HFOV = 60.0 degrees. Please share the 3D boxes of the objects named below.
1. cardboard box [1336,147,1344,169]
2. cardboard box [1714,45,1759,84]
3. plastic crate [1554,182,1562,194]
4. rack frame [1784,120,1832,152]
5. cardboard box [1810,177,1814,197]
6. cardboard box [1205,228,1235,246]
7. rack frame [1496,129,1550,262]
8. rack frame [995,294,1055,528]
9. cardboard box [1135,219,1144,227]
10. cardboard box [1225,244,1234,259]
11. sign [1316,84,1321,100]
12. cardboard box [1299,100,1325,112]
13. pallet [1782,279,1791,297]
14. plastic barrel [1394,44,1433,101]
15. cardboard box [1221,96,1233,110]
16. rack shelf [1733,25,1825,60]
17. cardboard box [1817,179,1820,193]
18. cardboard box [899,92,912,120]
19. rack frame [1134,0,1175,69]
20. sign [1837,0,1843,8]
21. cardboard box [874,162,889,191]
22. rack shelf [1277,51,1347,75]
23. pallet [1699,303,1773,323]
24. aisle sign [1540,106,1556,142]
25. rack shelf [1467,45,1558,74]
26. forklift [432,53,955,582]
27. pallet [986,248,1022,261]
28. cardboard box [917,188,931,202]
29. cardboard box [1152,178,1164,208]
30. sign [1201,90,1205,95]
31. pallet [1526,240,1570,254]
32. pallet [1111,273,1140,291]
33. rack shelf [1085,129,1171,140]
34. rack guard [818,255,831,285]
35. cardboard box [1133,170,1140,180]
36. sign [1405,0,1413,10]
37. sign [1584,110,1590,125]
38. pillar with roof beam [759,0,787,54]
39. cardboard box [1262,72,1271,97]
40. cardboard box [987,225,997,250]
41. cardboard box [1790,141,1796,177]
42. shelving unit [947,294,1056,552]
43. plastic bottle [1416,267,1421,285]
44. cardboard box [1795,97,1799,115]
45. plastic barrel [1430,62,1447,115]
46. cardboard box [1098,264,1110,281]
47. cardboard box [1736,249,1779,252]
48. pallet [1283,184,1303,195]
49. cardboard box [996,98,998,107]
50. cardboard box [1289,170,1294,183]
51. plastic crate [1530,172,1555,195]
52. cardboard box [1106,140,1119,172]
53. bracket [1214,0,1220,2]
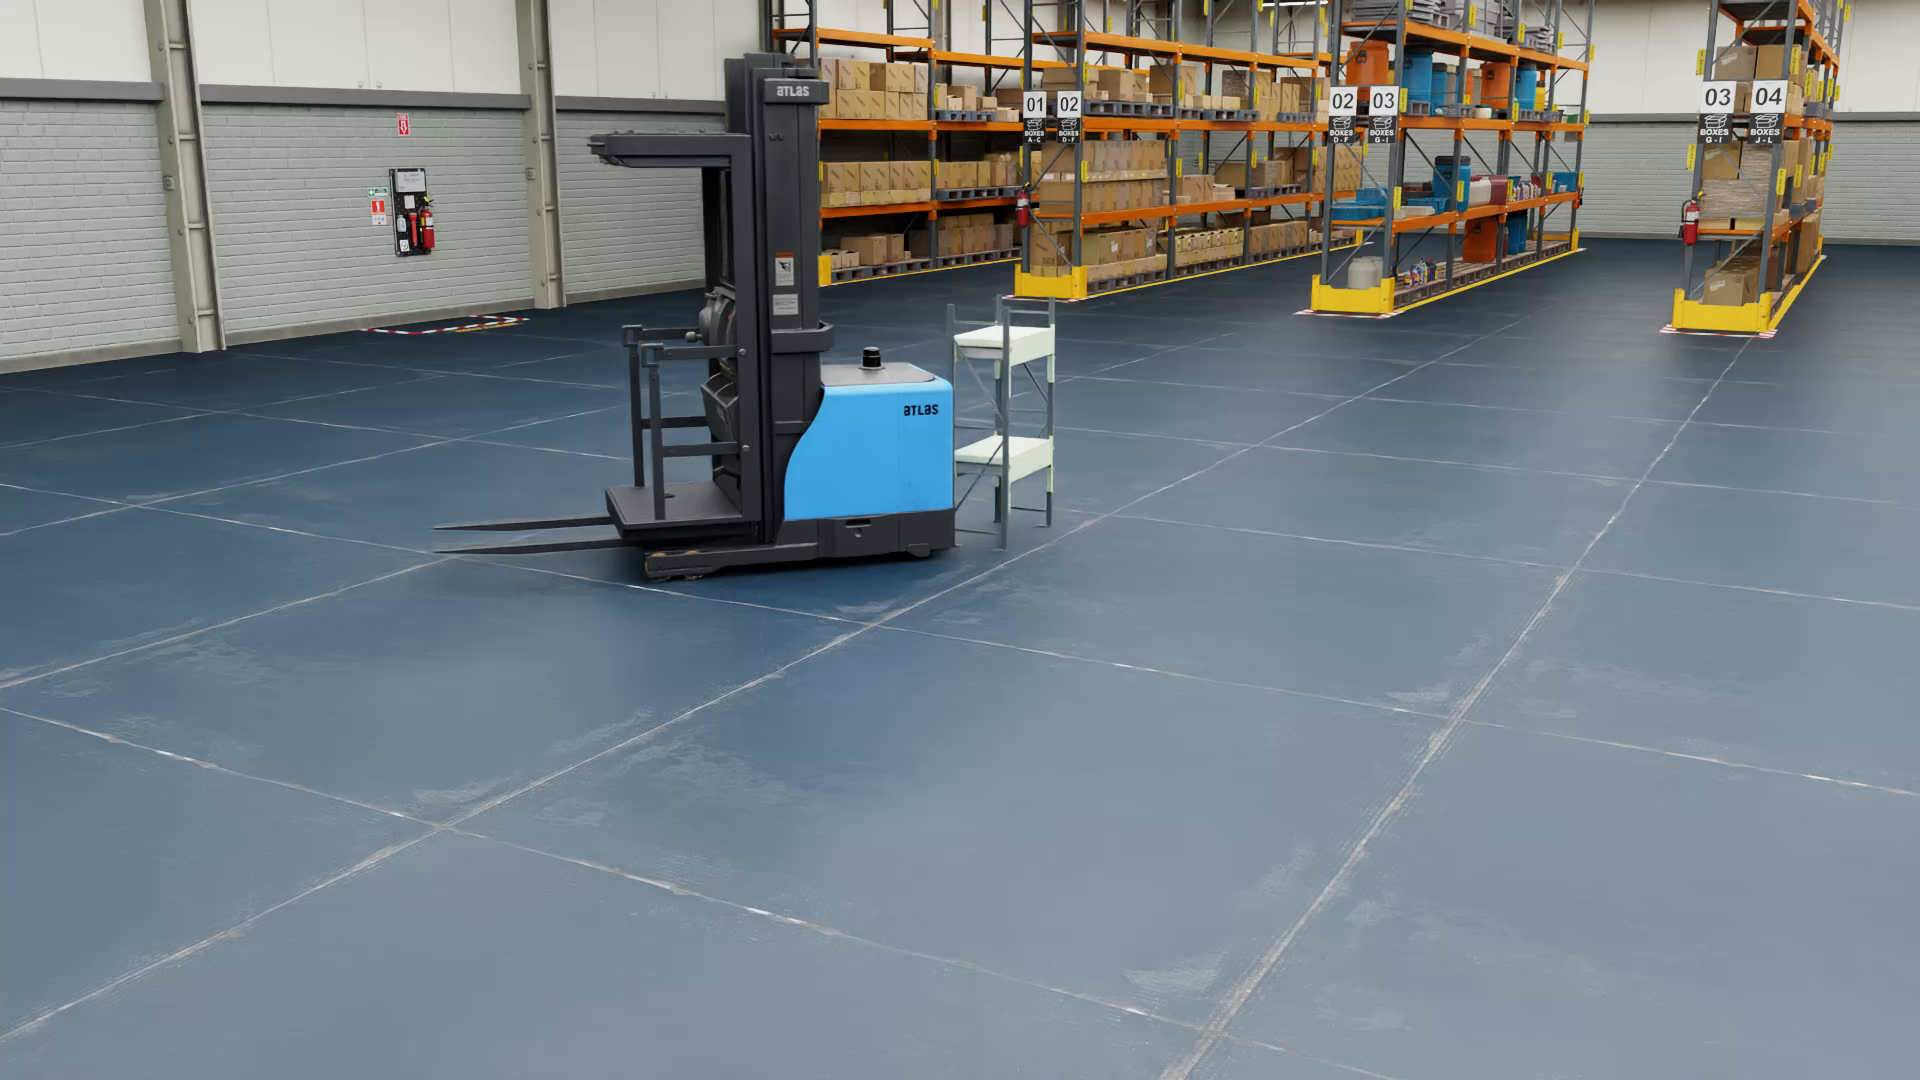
[{"bbox_3d":[8.492,-8.777,38.192,0.500,0.500,0.500,8,16,30],"label":"cardboard box"},{"bbox_3d":[10.668,-6.516,22.846,0.500,0.500,0.500,7,15,28],"label":"cardboard box"},{"bbox_3d":[12.771,-7.616,35.953,0.416,0.233,0.300,7,15,28],"label":"plastic crate"},{"bbox_3d":[17.875,-7.557,35.481,1.000,3.000,0.127,7,15,28],"label":"rack frame"},{"bbox_3d":[15.216,-6.347,30.249,0.500,0.500,0.500,7,15,28],"label":"cardboard box"},{"bbox_3d":[5.054,-5.937,32.532,0.500,0.311,0.500,7,15,27],"label":"cardboard box"},{"bbox_3d":[11.606,-7.298,34.404,1.000,3.000,0.127,7,15,28],"label":"rack frame"},{"bbox_3d":[0.418,-0.832,10.786,0.400,1.500,0.023,6,15,24],"label":"rack frame"},{"bbox_3d":[4.132,-7.869,41.211,0.700,0.500,0.500,7,15,26],"label":"cardboard box"},{"bbox_3d":[5.051,-5.665,32.602,0.500,0.250,0.500,7,15,27],"label":"cardboard box"},{"bbox_3d":[7.759,-9.699,36.019,0.100,0.325,0.005,7,15,28],"label":"sign"},{"bbox_3d":[7.724,-9.560,36.640,0.500,0.250,0.500,7,15,28],"label":"cardboard box"},{"bbox_3d":[13.038,-4.151,27.301,1.003,0.211,1.213,7,15,28],"label":"pallet"},{"bbox_3d":[7.163,-7.371,26.340,0.600,0.901,0.708,7,15,28],"label":"plastic barrel"},{"bbox_3d":[4.930,-8.420,32.081,0.500,0.250,0.500,8,16,30],"label":"cardboard box"},{"bbox_3d":[13.041,-7.878,26.399,1.077,0.370,4.000,7,15,28],"label":"rack shelf"},{"bbox_3d":[16.643,-6.977,32.757,0.500,0.250,0.500,7,15,28],"label":"cardboard box"},{"bbox_3d":[-1.218,-8.062,30.916,0.500,0.500,0.500,6,15,23],"label":"cardboard box"},{"bbox_3d":[4.867,-12.157,41.761,1.000,3.000,0.127,7,15,28],"label":"rack frame"},{"bbox_3d":[16.422,-10.087,31.010,0.100,0.325,0.005,7,15,28],"label":"sign"},{"bbox_3d":[-1.632,-6.636,30.338,0.500,0.500,0.500,8,16,30],"label":"cardboard box"},{"bbox_3d":[8.238,-10.835,37.819,1.077,0.370,4.000,7,15,28],"label":"rack shelf"},{"bbox_3d":[10.601,-3.097,22.931,1.003,0.211,1.213,7,15,28],"label":"pallet"},{"bbox_3d":[13.314,-9.431,37.705,0.394,0.787,0.004,7,15,28],"label":"aisle sign"},{"bbox_3d":[10.639,-9.260,32.130,1.077,0.370,4.000,7,15,28],"label":"rack shelf"},{"bbox_3d":[-1.606,-1.322,9.764,3.031,2.935,1.130,-4,14,-17],"label":"forklift"},{"bbox_3d":[0.620,-6.084,35.319,1.003,0.211,1.213,7,15,28],"label":"pallet"},{"bbox_3d":[-0.898,-6.584,31.722,0.500,0.250,0.500,7,15,28],"label":"cardboard box"},{"bbox_3d":[3.195,-6.175,29.535,0.700,0.500,0.500,7,15,27],"label":"cardboard box"},{"bbox_3d":[4.864,-8.811,33.176,0.100,0.325,0.005,7,15,28],"label":"sign"},{"bbox_3d":[13.107,-6.598,37.452,1.003,0.211,1.213,7,15,28],"label":"pallet"},{"bbox_3d":[2.394,-4.453,28.555,1.003,0.211,1.213,7,15,28],"label":"pallet"},{"bbox_3d":[3.900,-9.939,40.495,1.077,0.370,4.000,7,15,28],"label":"rack shelf"},{"bbox_3d":[-2.831,-4.759,29.206,1.175,0.500,0.348,7,15,28],"label":"rack guard"},{"bbox_3d":[2.845,-6.242,28.428,0.380,0.149,0.250,8,16,30],"label":"cardboard box"},{"bbox_3d":[6.284,-7.587,23.251,0.100,0.325,0.005,7,15,28],"label":"sign"},{"bbox_3d":[14.029,-9.467,37.224,0.100,0.325,0.005,7,15,28],"label":"sign"},{"bbox_3d":[0.482,-8.629,27.124,9.100,9.000,0.400,7,15,28],"label":"pillar with roof beam"},{"bbox_3d":[6.047,-9.330,34.087,0.500,0.500,0.500,7,15,28],"label":"cardboard box"},{"bbox_3d":[0.346,-6.352,34.877,0.700,0.500,0.500,7,15,28],"label":"cardboard box"},{"bbox_3d":[11.614,-5.446,23.741,0.500,0.500,0.500,7,15,28],"label":"cardboard box"},{"bbox_3d":[0.264,-0.754,10.463,0.431,1.500,0.755,6,15,24],"label":"shelving unit"},{"bbox_3d":[7.266,-4.192,26.406,0.097,0.271,0.097,0,14,0],"label":"plastic bottle"},{"bbox_3d":[11.579,-6.146,23.548,0.500,0.250,0.500,7,15,28],"label":"cardboard box"},{"bbox_3d":[7.794,-7.487,27.721,0.600,0.901,0.708,7,15,28],"label":"plastic barrel"},{"bbox_3d":[2.163,-4.453,27.575,0.500,0.250,0.500,7,15,28],"label":"cardboard box"},{"bbox_3d":[12.907,-4.428,26.896,0.700,0.500,0.500,6,15,23],"label":"cardboard box"},{"bbox_3d":[6.789,-7.615,36.129,1.003,0.211,1.213,7,15,28],"label":"pallet"},{"bbox_3d":[0.450,-8.995,34.786,0.500,0.500,0.500,7,15,28],"label":"cardboard box"},{"bbox_3d":[7.288,-8.040,37.270,0.500,0.500,0.500,8,16,29],"label":"cardboard box"},{"bbox_3d":[12.257,-7.513,35.032,0.402,0.464,0.583,7,15,28],"label":"plastic crate"},{"bbox_3d":[2.225,-6.394,27.675,0.700,0.500,0.500,7,15,28],"label":"cardboard box"},{"bbox_3d":[7.072,-15.090,46.247,0.235,0.232,0.430,7,15,28],"label":"bracket"}]
